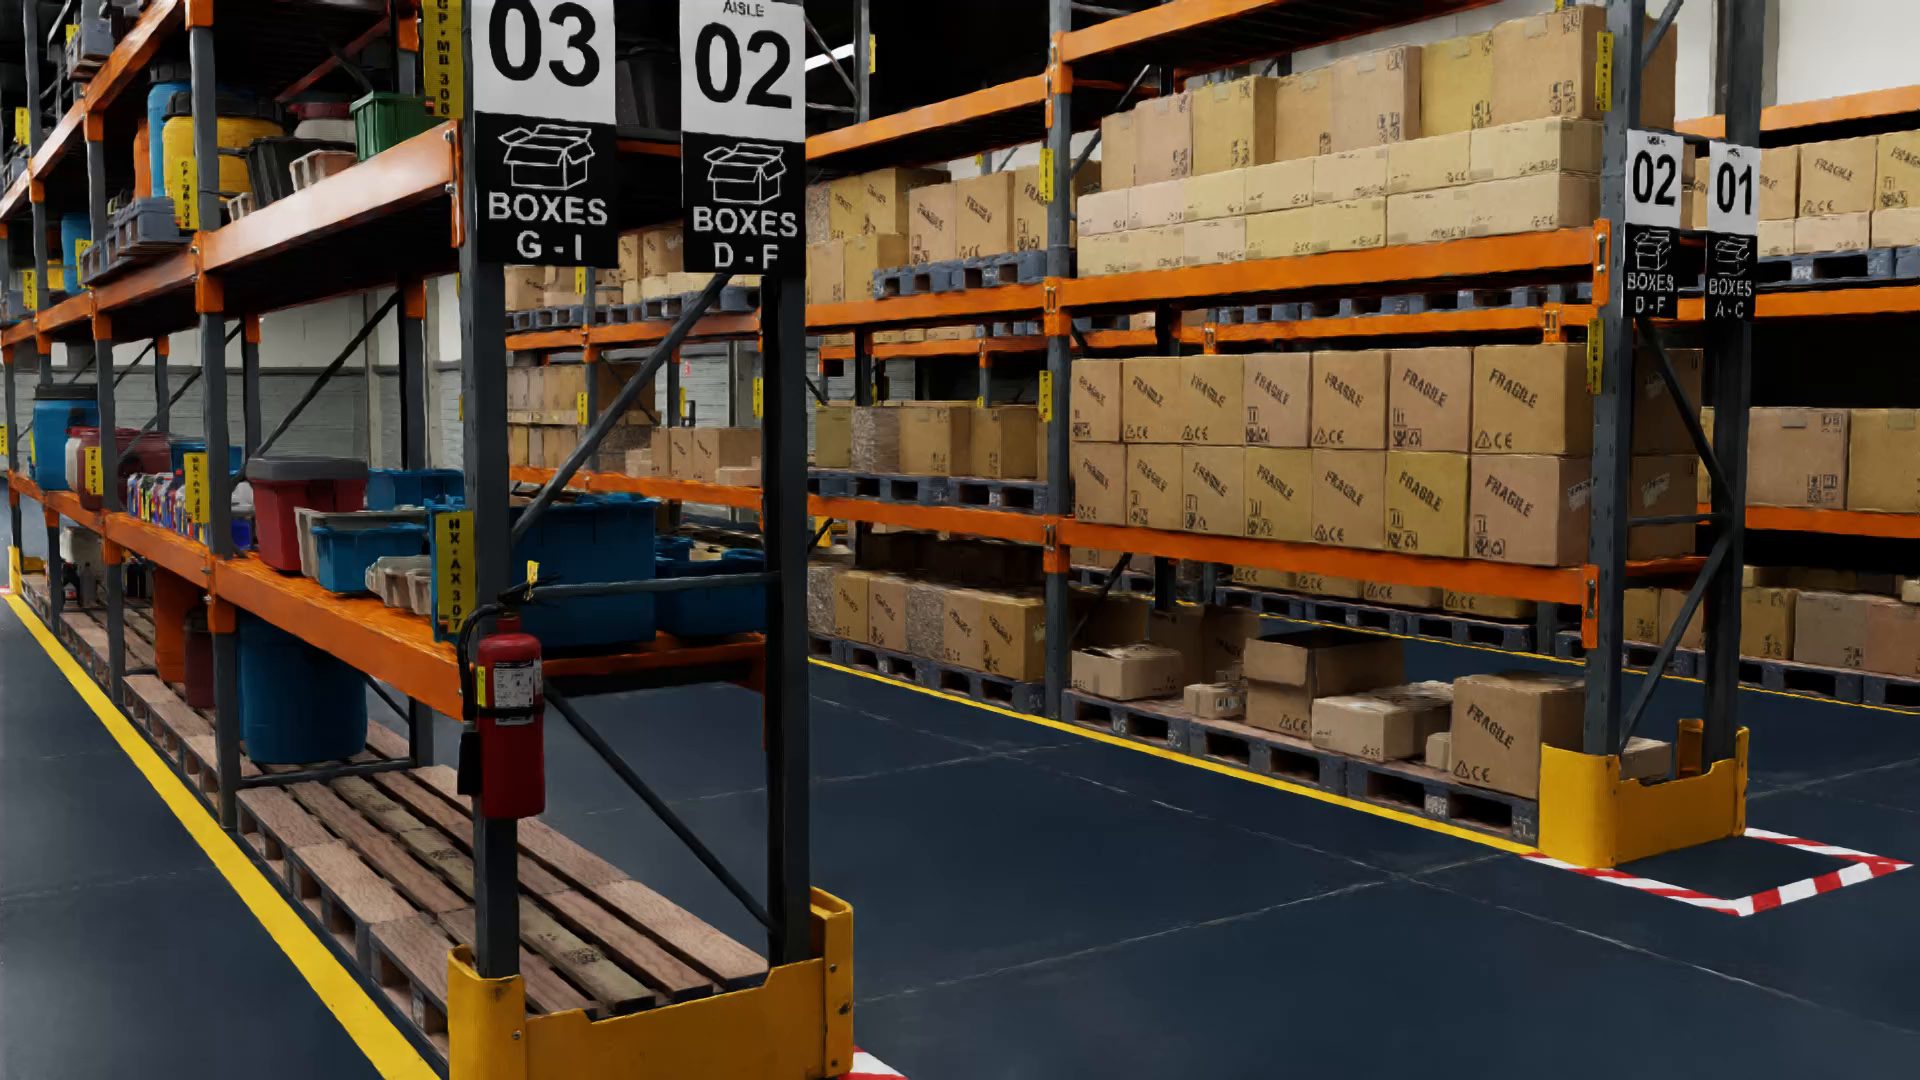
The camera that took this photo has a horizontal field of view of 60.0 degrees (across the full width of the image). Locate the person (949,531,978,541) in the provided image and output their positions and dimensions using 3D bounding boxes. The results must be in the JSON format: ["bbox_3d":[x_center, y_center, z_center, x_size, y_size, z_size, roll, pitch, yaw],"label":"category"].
[{"bbox_3d":[0.105,0.043,15.275,0.492,1.426,0.532,0,5,-5],"label":"person"}]
